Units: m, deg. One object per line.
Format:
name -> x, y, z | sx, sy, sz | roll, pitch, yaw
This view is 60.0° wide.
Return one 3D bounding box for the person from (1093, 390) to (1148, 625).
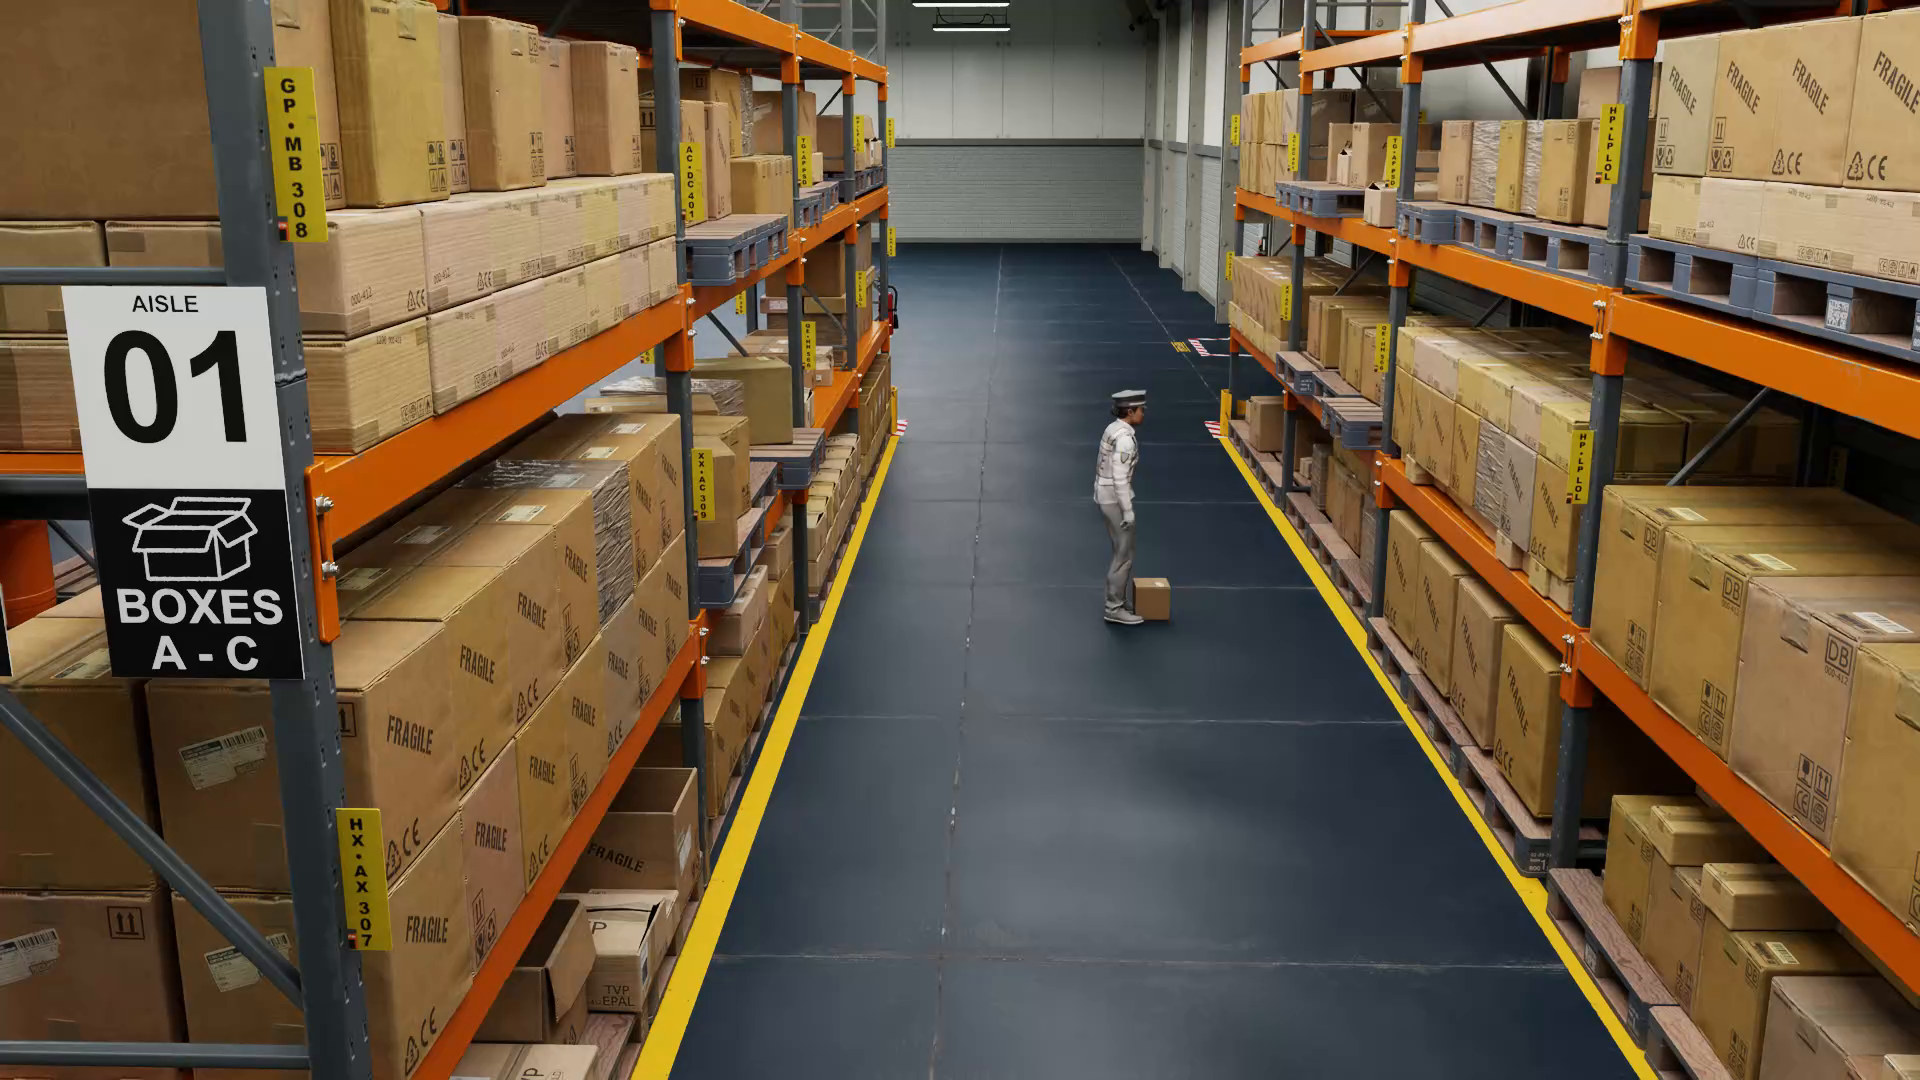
person -> 1.177, -0.254, 12.011 | 0.415, 1.662, 0.541 | 0, 14, -2
